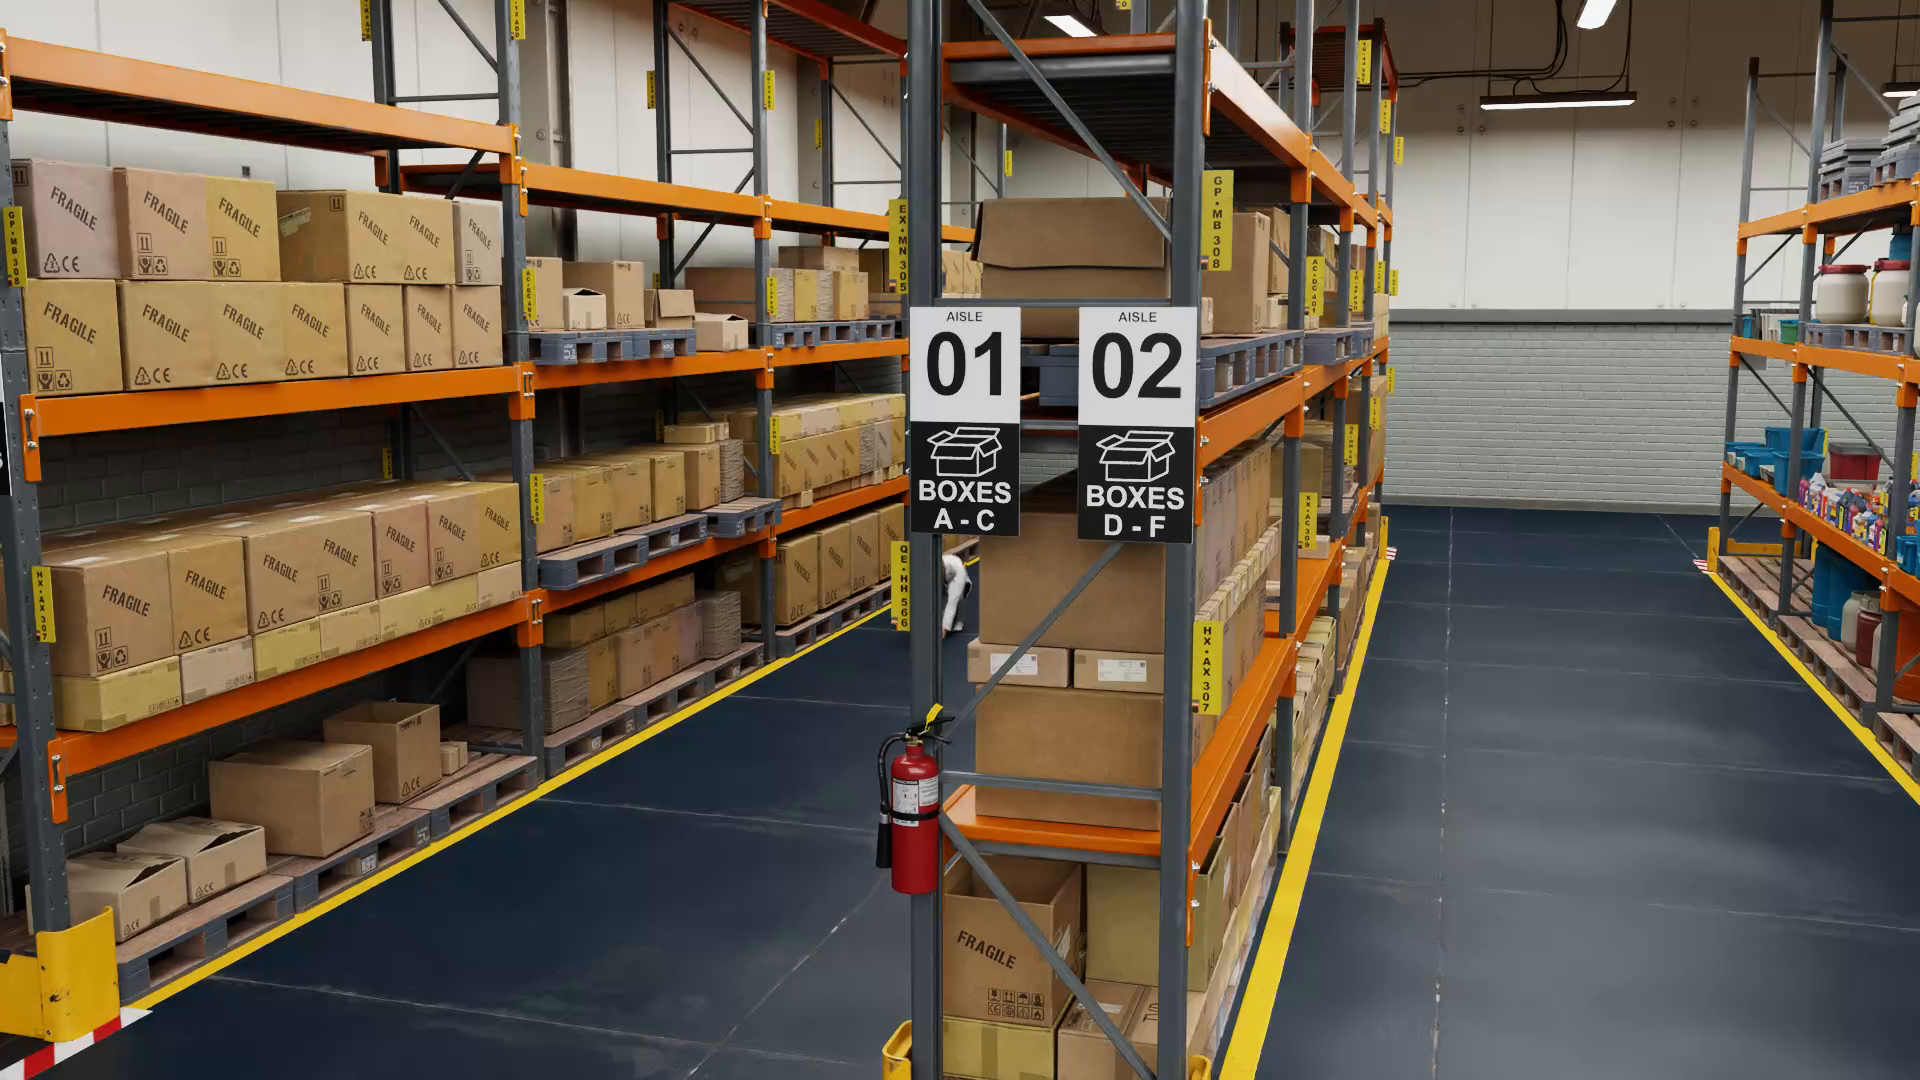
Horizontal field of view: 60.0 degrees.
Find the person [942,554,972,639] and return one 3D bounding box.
[{"bbox_3d":[-0.181,0.538,16.330,0.572,0.830,0.919,2,8,15],"label":"person"}]
